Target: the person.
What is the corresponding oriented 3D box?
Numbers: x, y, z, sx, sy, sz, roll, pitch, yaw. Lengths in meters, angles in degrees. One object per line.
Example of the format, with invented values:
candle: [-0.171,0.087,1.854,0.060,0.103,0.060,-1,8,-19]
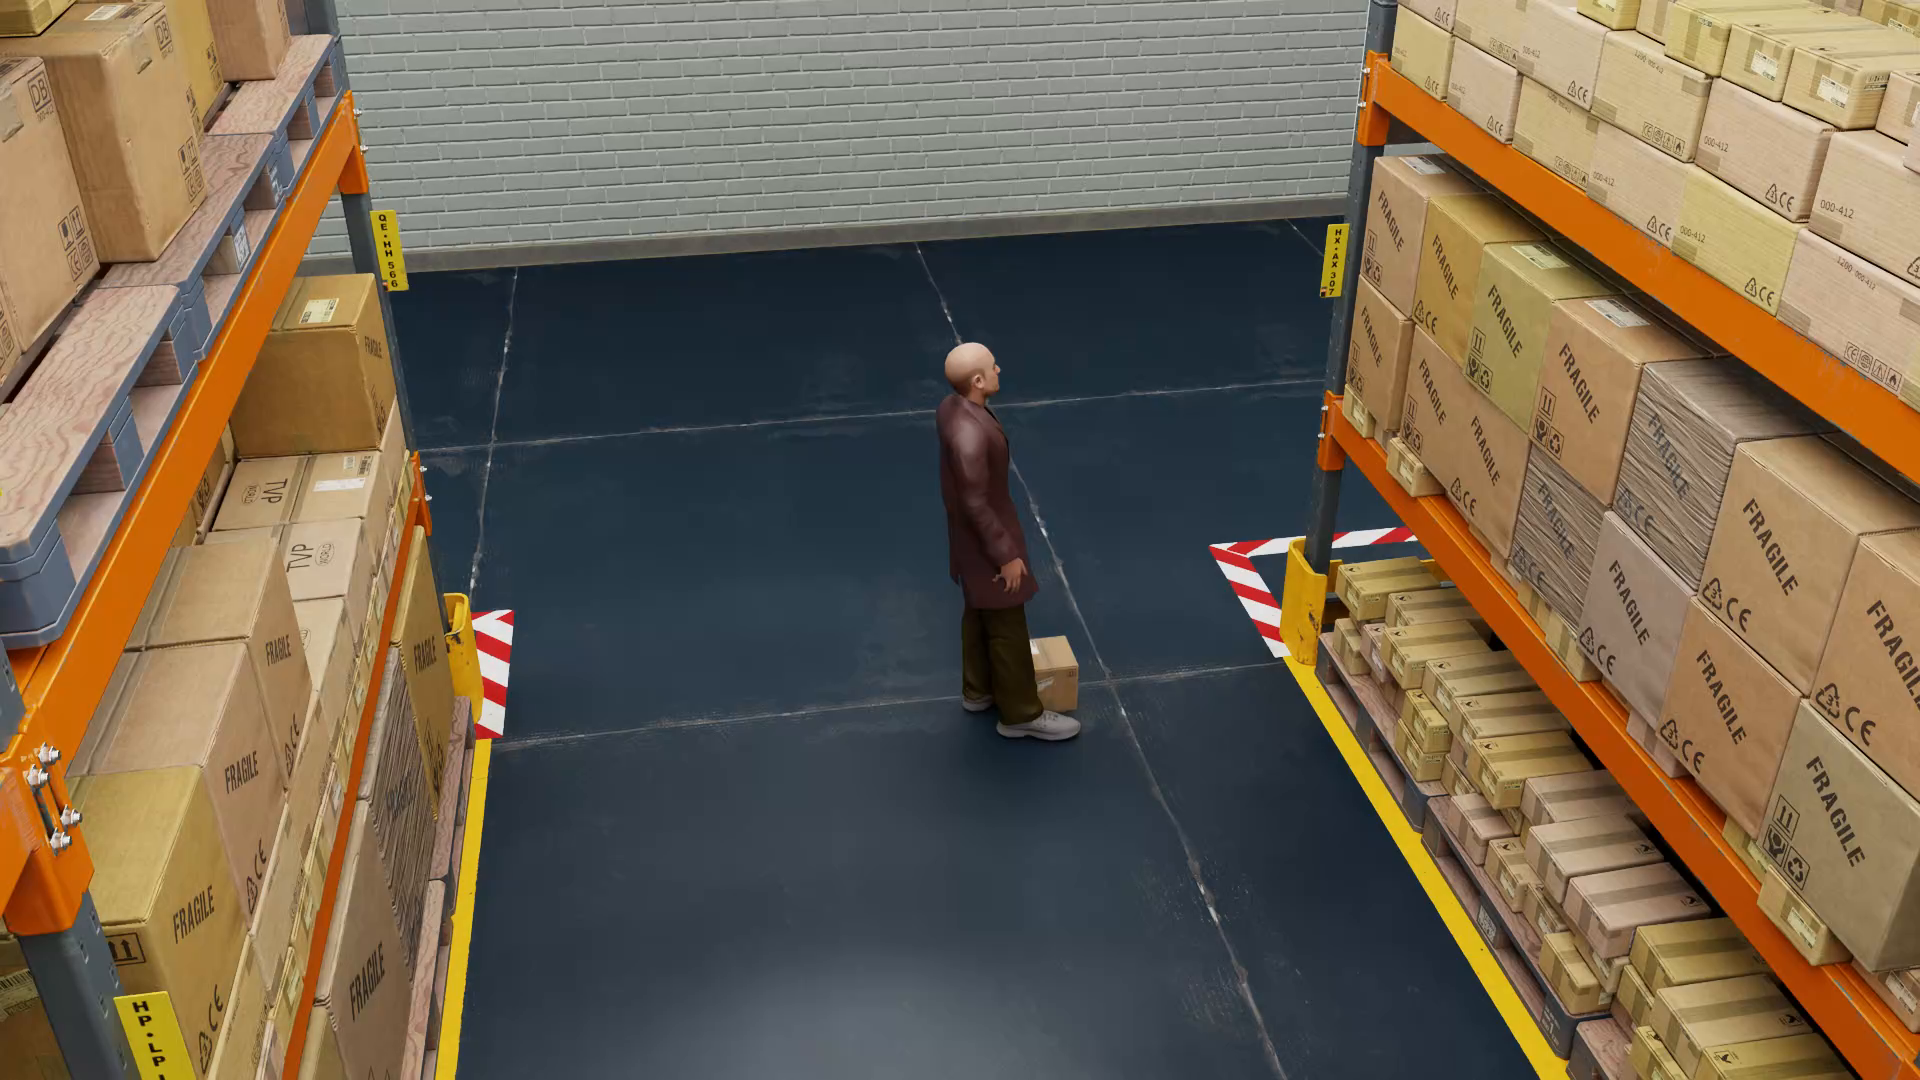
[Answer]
person: [0.202,-0.016,7.156,0.582,1.775,0.695,-5,31,-9]
